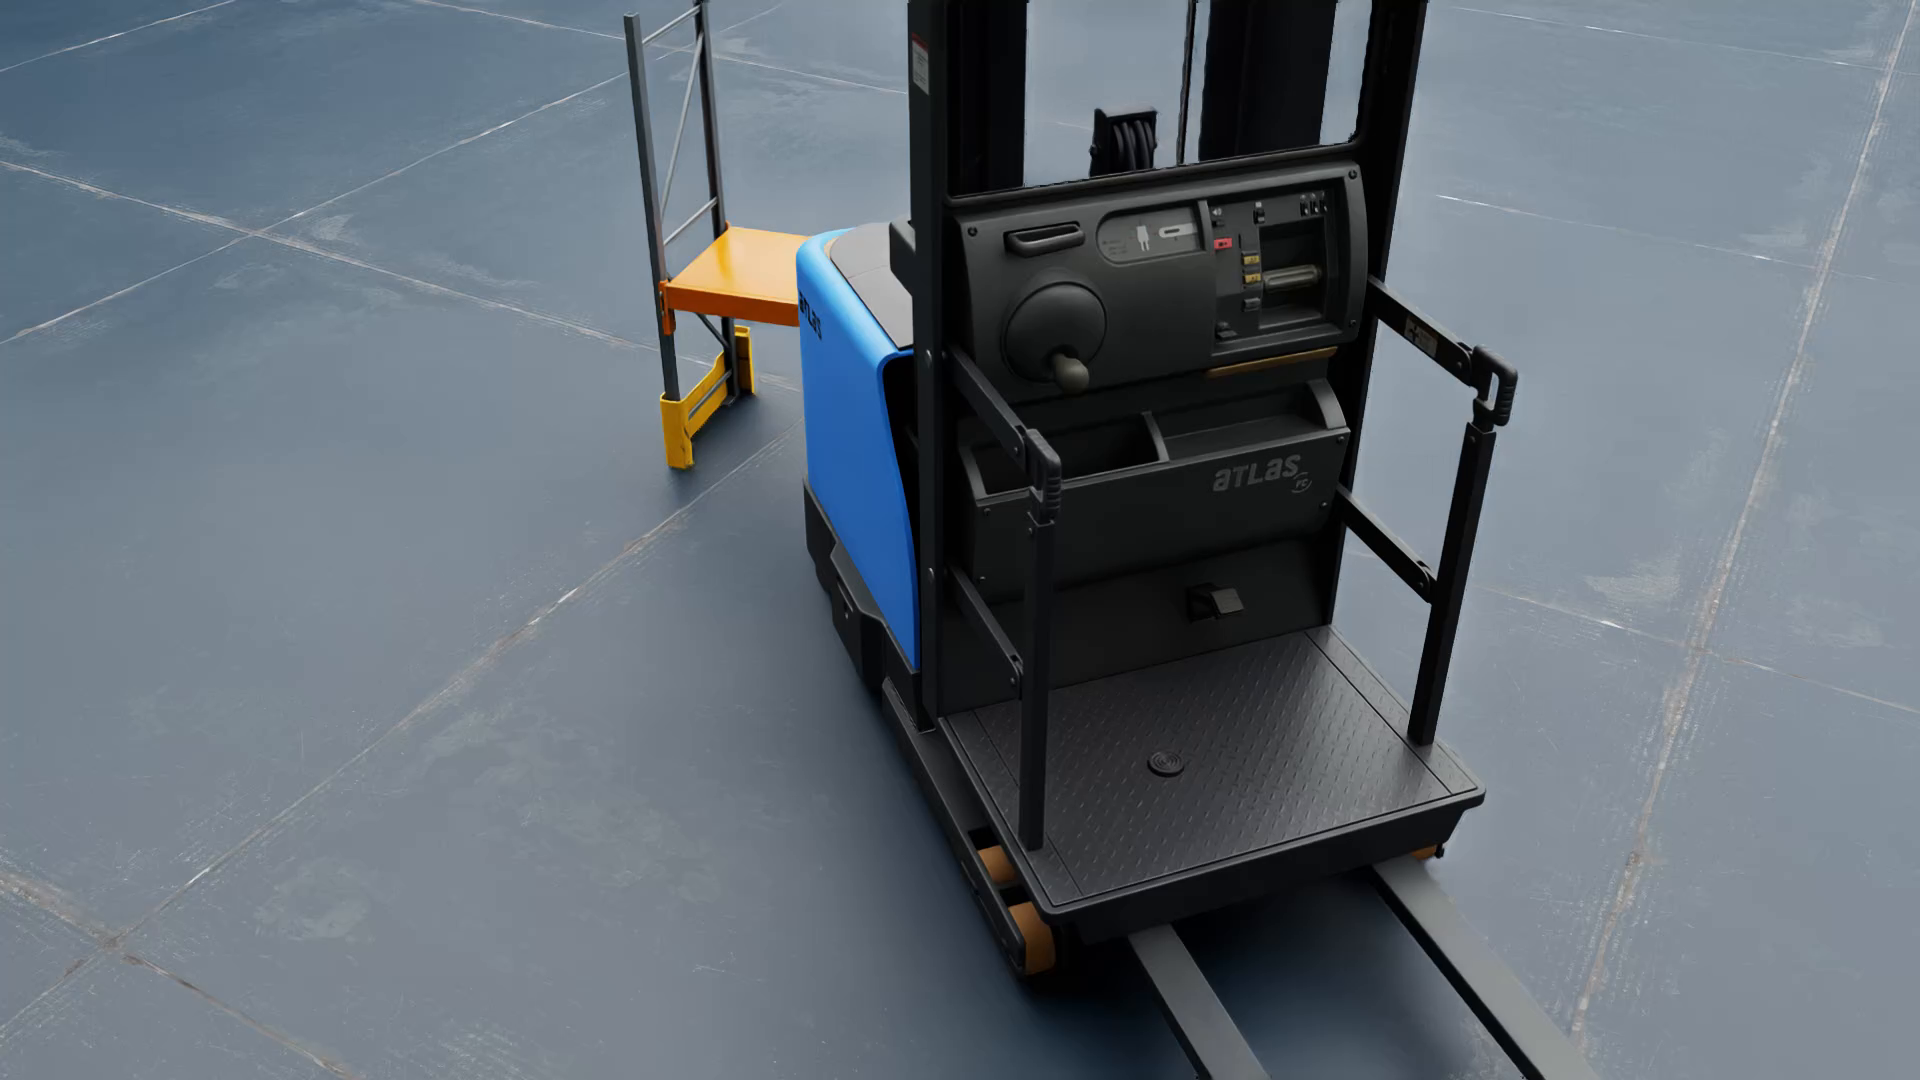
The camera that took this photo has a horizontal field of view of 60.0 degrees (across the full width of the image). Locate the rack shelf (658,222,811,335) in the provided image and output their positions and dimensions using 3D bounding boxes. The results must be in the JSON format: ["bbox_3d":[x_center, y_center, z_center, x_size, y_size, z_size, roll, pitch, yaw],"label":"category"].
[{"bbox_3d":[-0.406,-0.794,5.414,1.000,0.185,0.538,10,35,15],"label":"rack shelf"}]

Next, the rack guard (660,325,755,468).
[{"bbox_3d":[-0.872,-0.506,5.784,0.087,0.250,0.587,10,35,15],"label":"rack guard"}]

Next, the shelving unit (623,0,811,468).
[{"bbox_3d":[-0.397,-0.943,5.312,1.083,1.500,0.587,10,35,15],"label":"shelving unit"}]

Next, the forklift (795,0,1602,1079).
[{"bbox_3d":[0.522,-0.497,3.351,1.130,2.935,3.031,-12,35,-17],"label":"forklift"}]

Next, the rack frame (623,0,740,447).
[{"bbox_3d":[-0.890,-1.030,5.443,0.032,1.500,0.500,10,35,15],"label":"rack frame"}]
